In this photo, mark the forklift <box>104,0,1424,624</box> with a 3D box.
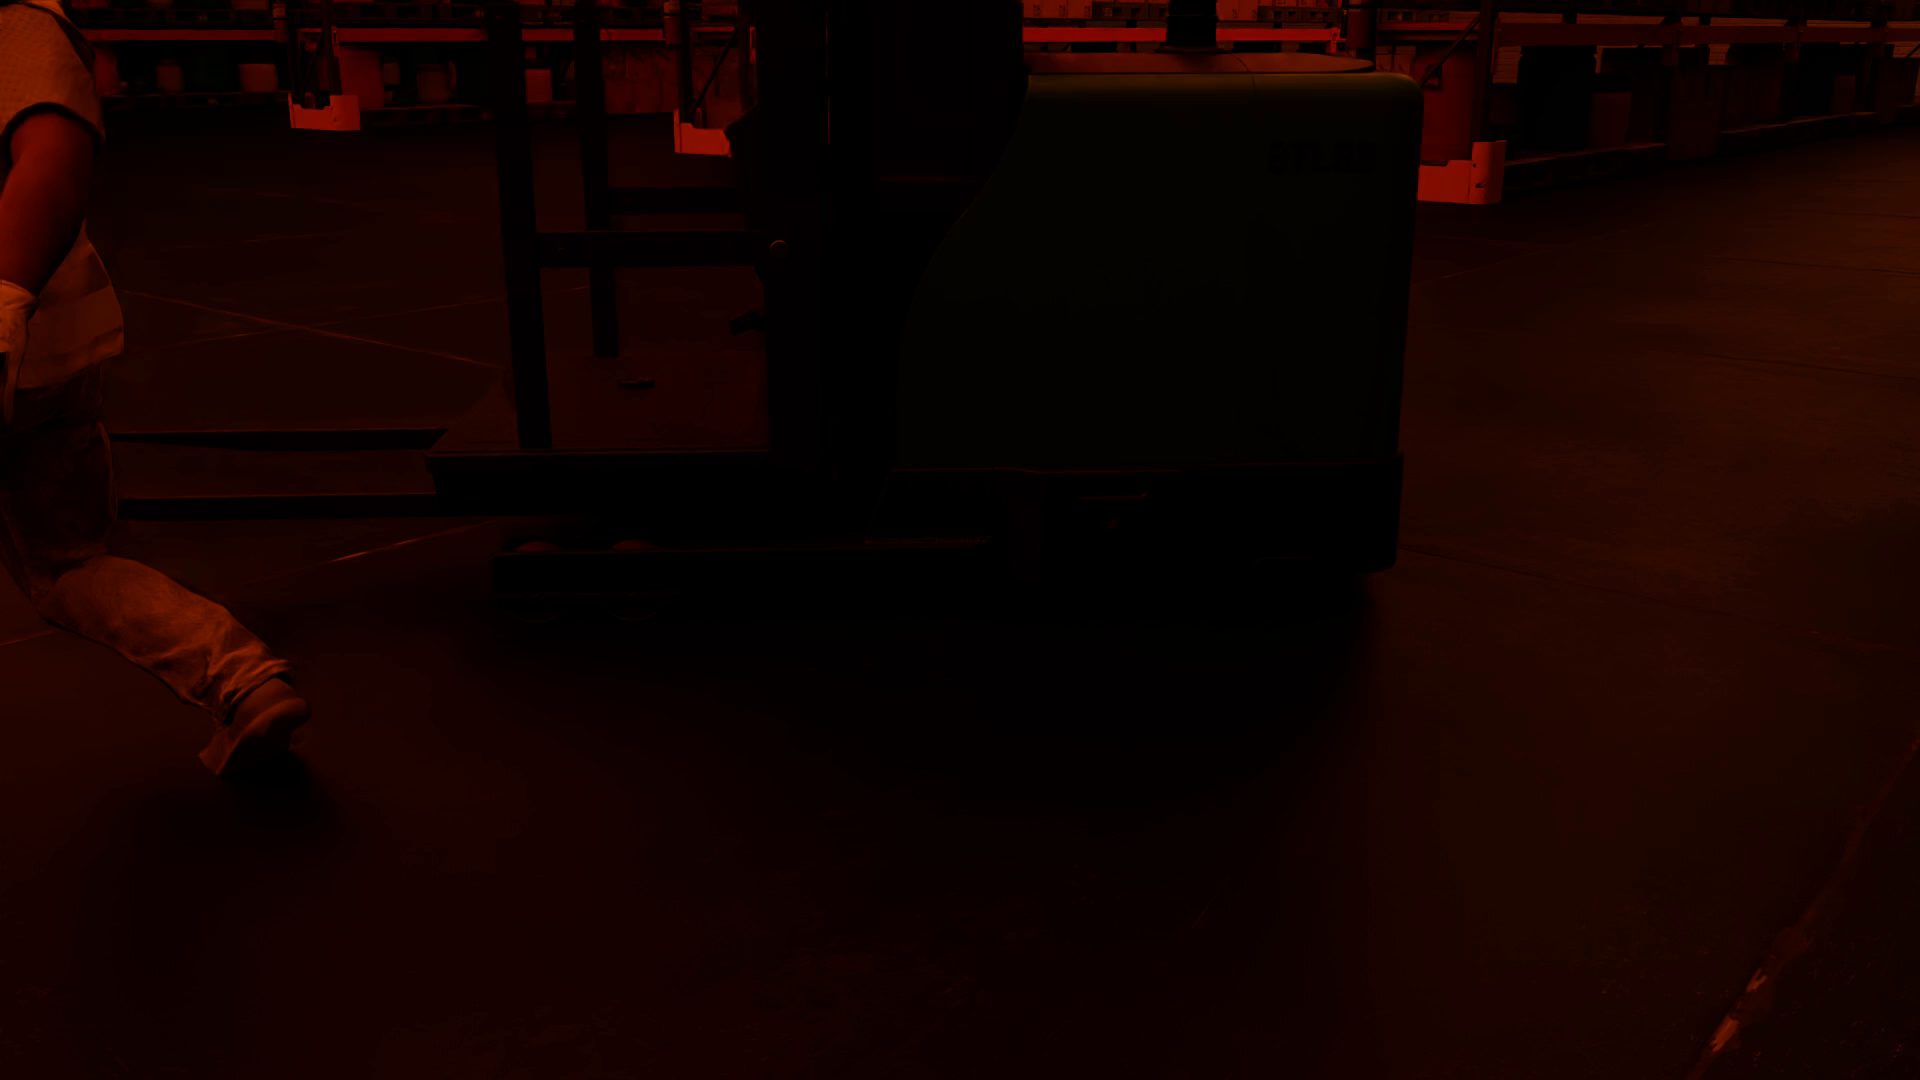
[{"bbox_3d":[-0.610,-1.390,3.476,3.031,2.935,1.130,-1,17,-3],"label":"forklift"}]

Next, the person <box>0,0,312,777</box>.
[{"bbox_3d":[-1.512,-0.288,2.351,0.960,1.561,0.894,-1,17,-4],"label":"person"}]
